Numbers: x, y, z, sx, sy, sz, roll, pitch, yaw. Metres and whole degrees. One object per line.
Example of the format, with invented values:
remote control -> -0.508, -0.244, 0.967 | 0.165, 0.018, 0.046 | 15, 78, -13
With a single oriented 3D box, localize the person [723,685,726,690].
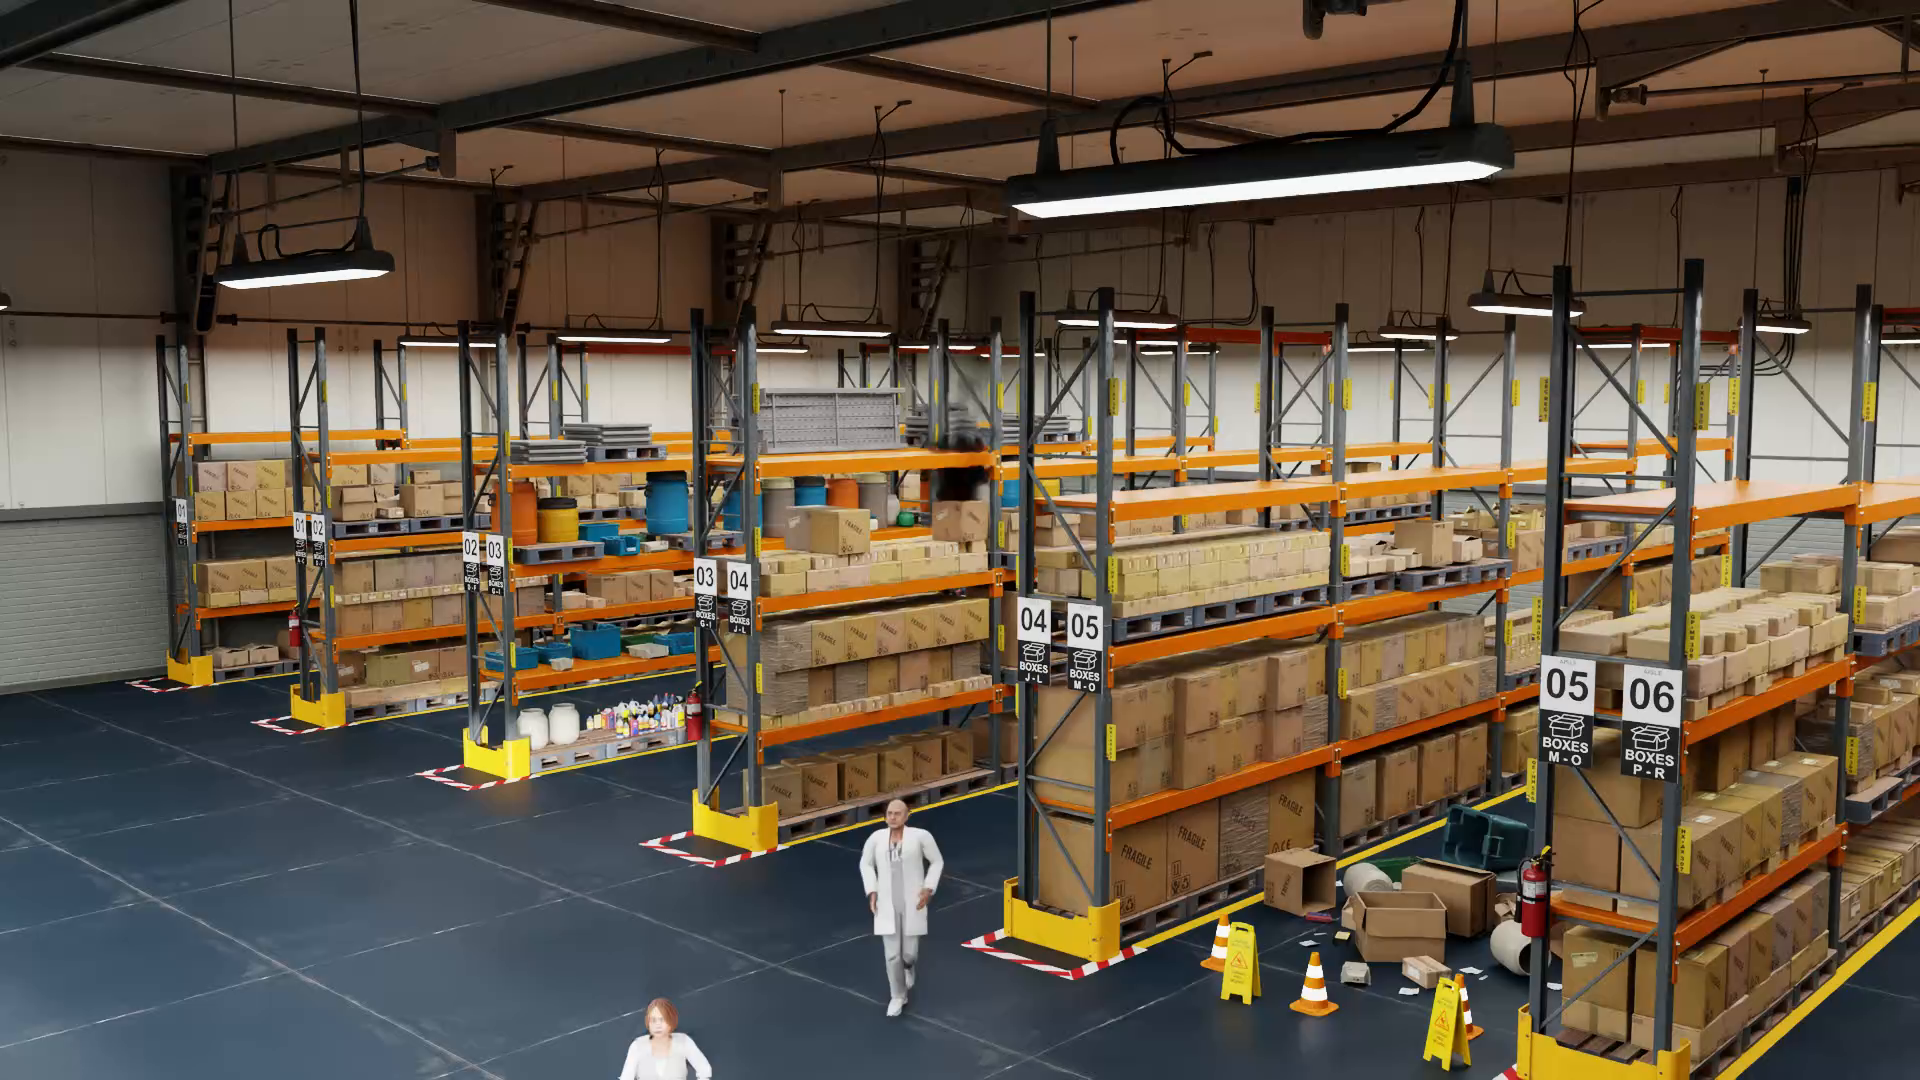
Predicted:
person -> -3.669, 1.665, 28.258 | 0.601, 1.667, 0.925 | 3, 6, 31

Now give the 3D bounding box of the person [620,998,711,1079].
person -> -1.751, 3.476, 9.869 | 0.548, 1.574, 0.729 | -1, 5, -6

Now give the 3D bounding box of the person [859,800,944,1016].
person -> -0.496, 3.011, 13.811 | 0.702, 1.749, 0.629 | 1, 5, 6

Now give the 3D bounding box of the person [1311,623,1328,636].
person -> 5.370, 1.988, 24.721 | 0.698, 1.718, 0.610 | 5, 7, 41
